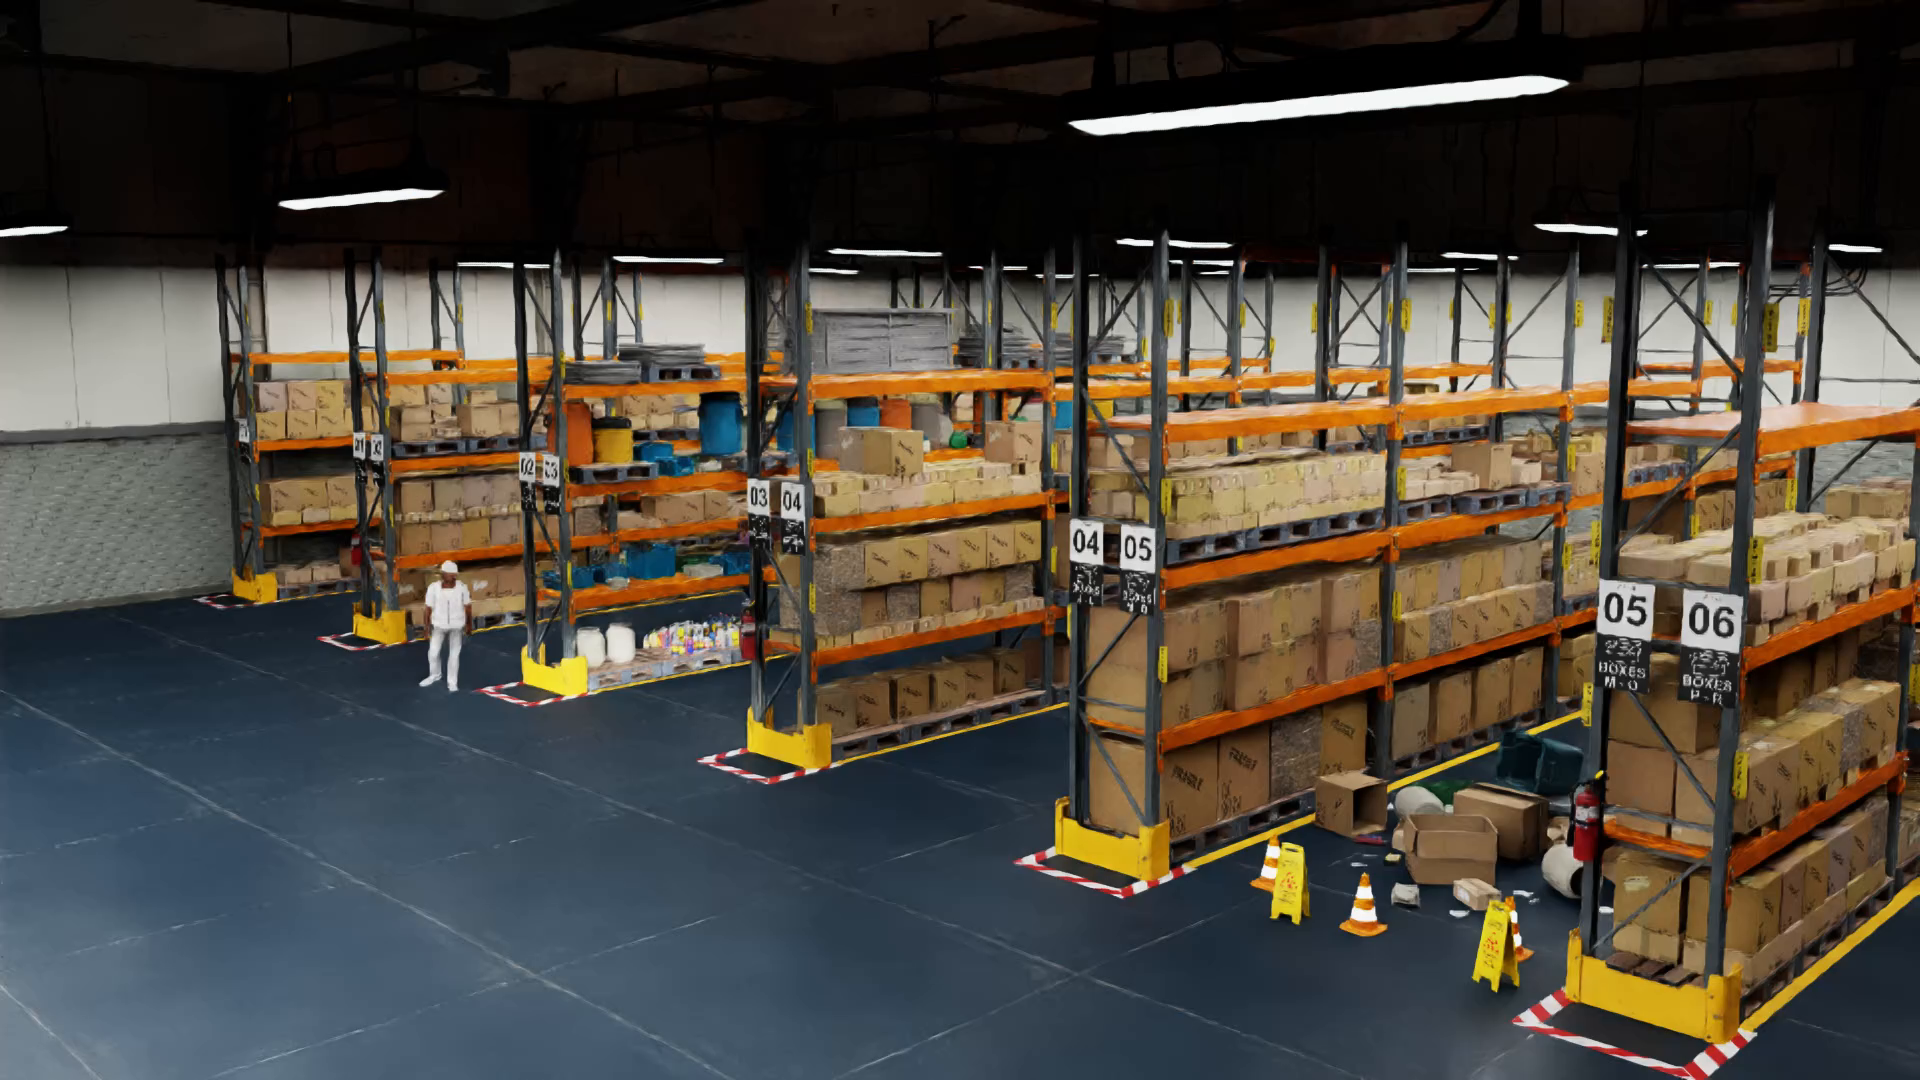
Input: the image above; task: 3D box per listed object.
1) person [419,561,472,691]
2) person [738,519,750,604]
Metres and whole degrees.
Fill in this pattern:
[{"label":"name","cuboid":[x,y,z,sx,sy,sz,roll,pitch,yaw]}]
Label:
[{"label":"person","cuboid":[-6.890,1.142,22.227,0.720,1.761,0.464,-3,8,-17]},{"label":"person","cuboid":[-3.569,0.398,28.374,0.566,1.541,0.519,7,11,42]}]
